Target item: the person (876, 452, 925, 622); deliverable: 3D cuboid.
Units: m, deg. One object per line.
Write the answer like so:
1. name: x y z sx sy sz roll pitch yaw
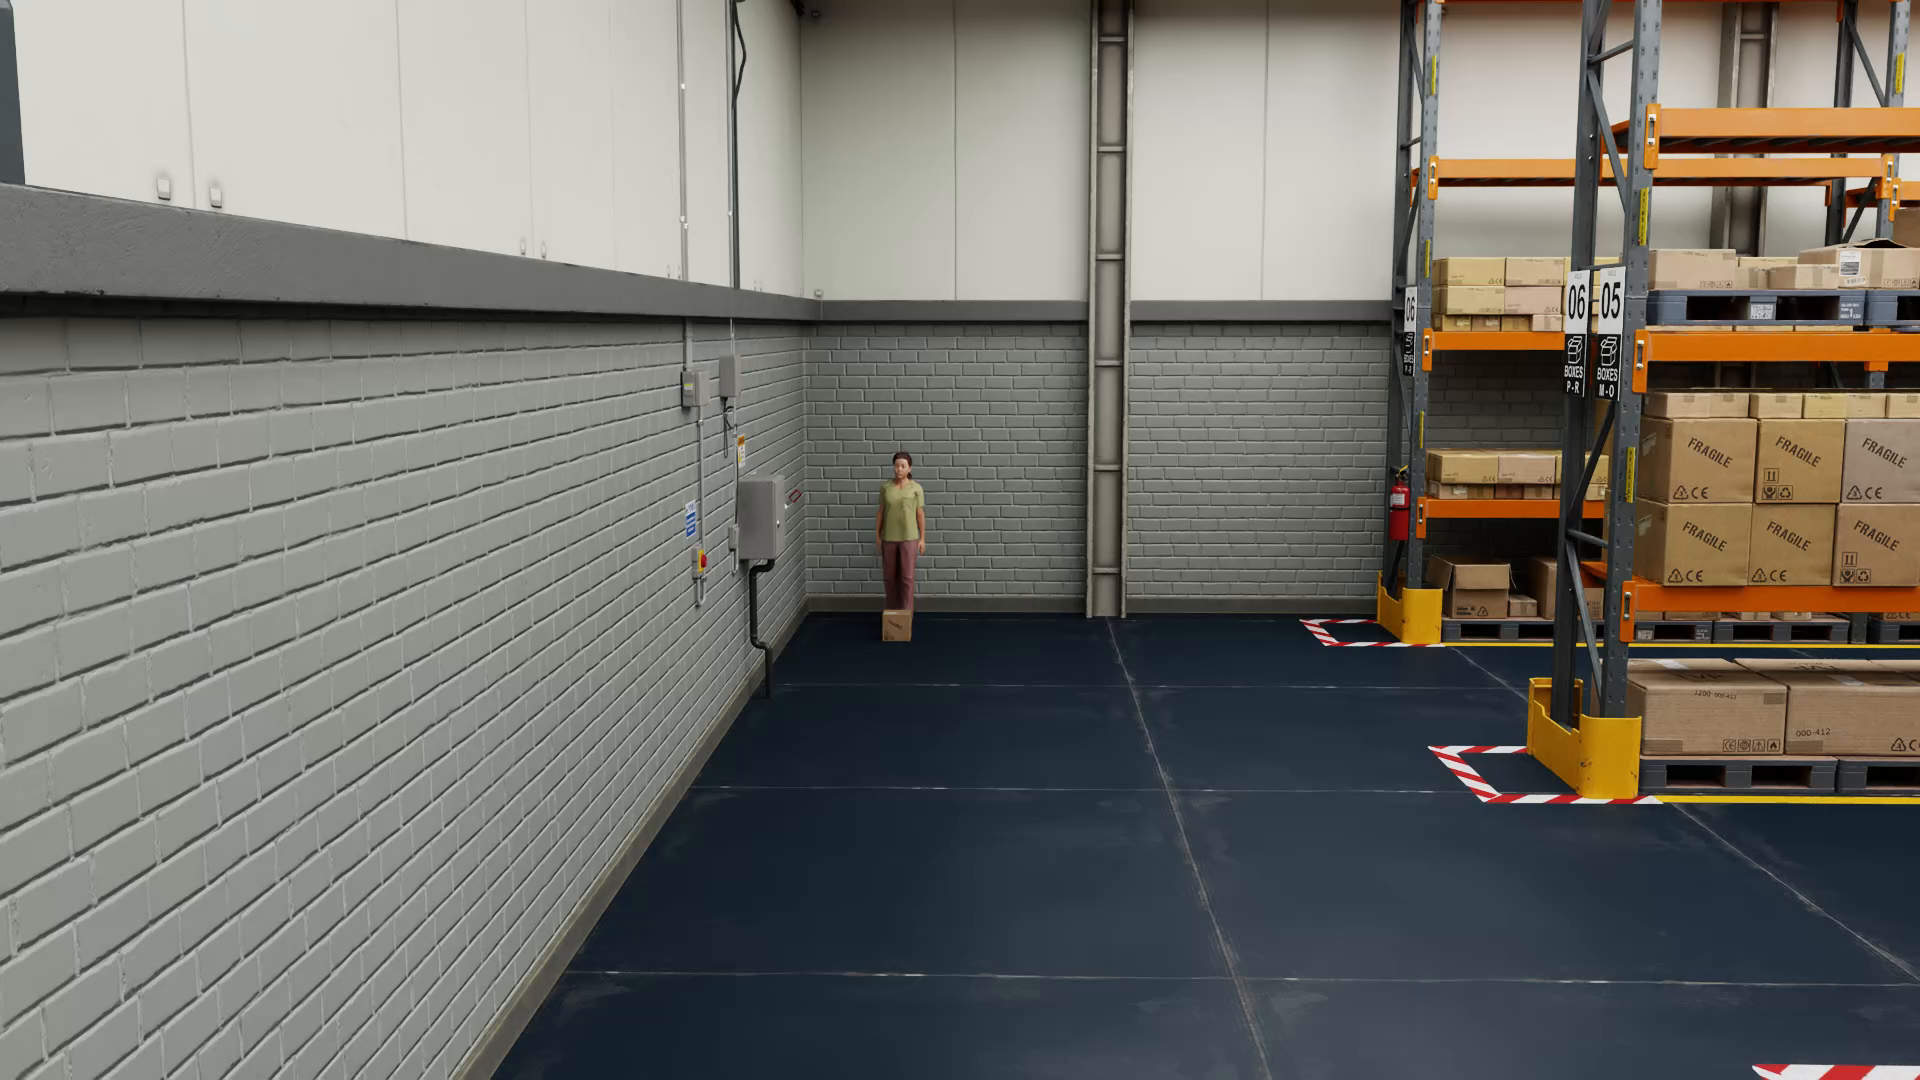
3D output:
1. person: -0.572 0.138 15.658 0.462 1.416 0.505 1 7 11
